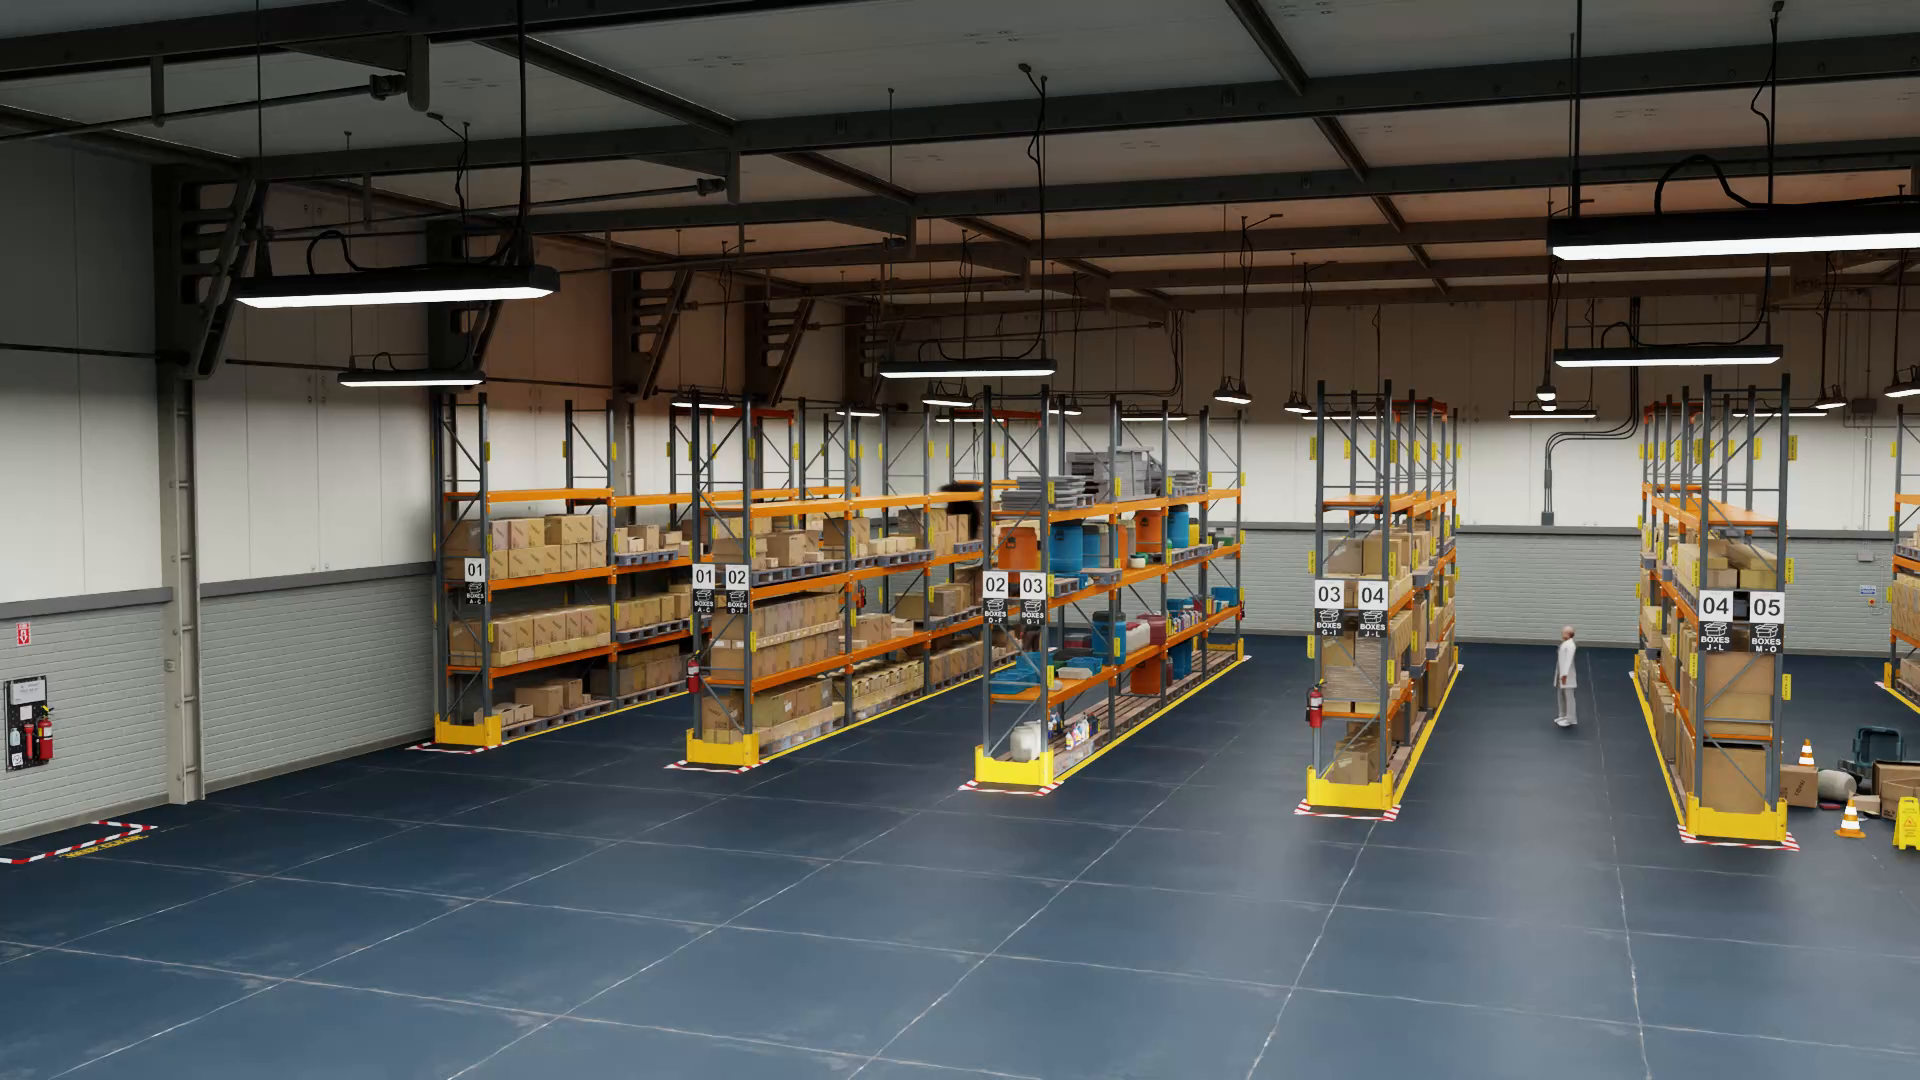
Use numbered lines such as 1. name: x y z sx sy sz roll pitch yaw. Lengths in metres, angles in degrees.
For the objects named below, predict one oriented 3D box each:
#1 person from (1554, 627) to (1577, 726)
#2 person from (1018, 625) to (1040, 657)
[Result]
1. person: 11.108 2.484 30.533 0.445 1.790 0.581 0 3 -6
2. person: 1.565 2.073 36.704 0.498 1.704 0.606 3 4 43
